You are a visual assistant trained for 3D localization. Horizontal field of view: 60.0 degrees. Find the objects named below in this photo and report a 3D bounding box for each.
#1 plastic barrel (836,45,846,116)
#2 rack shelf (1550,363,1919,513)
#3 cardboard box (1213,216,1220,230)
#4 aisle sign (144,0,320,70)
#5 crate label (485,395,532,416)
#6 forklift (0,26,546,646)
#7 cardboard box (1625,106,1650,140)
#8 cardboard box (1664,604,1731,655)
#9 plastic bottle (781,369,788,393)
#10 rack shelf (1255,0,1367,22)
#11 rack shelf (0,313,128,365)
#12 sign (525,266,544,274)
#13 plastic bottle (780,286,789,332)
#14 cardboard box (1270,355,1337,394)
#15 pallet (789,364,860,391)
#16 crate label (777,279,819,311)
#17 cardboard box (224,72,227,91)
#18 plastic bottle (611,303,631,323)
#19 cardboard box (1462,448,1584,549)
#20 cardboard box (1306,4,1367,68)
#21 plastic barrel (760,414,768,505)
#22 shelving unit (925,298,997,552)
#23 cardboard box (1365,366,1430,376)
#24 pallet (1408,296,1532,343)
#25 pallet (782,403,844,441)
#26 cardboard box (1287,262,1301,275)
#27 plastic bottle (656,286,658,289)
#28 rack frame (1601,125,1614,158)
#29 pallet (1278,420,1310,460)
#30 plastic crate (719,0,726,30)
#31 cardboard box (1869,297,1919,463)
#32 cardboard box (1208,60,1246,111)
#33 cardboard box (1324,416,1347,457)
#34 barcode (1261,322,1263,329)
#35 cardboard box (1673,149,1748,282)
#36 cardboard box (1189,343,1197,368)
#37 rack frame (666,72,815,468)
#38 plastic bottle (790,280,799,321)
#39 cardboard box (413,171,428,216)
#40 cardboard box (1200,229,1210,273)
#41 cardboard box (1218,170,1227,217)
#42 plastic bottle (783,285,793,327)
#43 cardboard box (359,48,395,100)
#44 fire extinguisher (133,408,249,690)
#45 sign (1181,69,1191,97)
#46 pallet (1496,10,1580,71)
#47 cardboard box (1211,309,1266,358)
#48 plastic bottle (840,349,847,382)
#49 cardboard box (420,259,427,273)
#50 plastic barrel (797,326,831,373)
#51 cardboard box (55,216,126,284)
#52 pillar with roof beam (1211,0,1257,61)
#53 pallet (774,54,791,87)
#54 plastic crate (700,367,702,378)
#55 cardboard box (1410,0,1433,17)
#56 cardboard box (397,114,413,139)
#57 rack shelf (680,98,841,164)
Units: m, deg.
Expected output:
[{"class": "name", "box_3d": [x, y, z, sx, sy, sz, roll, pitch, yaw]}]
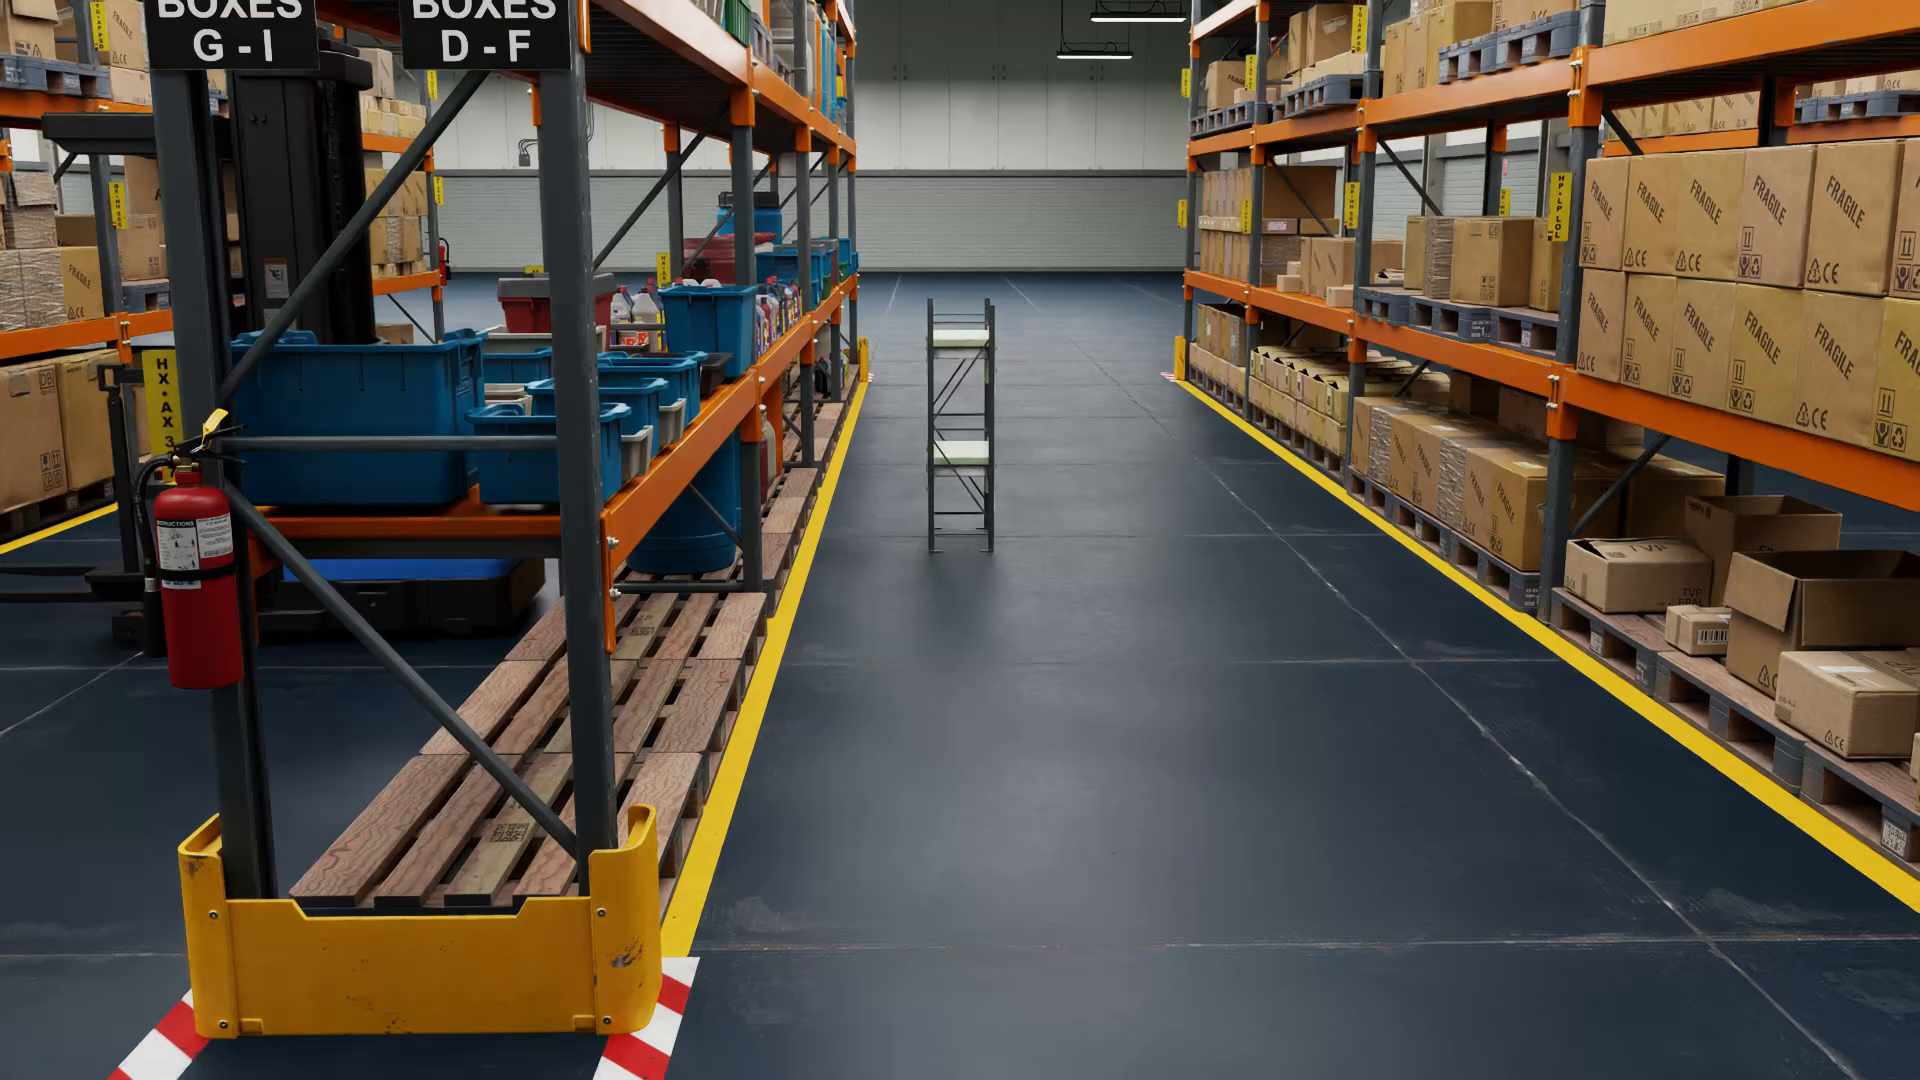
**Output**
[{"class": "plastic barrel", "box_3d": [-1.606, -5.204, 18.985, 0.600, 0.830, 0.708, 0, 11, -1]}, {"class": "rack shelf", "box_3d": [3.499, -0.298, 6.292, 1.077, 0.370, 4.000, 0, 11, -1]}, {"class": "cardboard box", "box_3d": [3.026, -3.516, 18.463, 0.380, 0.149, 0.250, -1, 11, -3]}, {"class": "aisle sign", "box_3d": [-1.703, -1.492, 3.829, 0.394, 0.787, 0.004, 0, 11, -1]}, {"class": "crate label", "box_3d": [-1.632, -0.408, 5.536, 0.396, 0.136, 0.243, 0, 11, -1]}, {"class": "forklift", "box_3d": [-3.743, -1.032, 8.272, 3.031, 2.935, 1.130, -1, 11, -3]}, {"class": "cardboard box", "box_3d": [7.895, -4.809, 18.872, 0.500, 0.500, 0.500, 1, 11, 3]}, {"class": "cardboard box", "box_3d": [3.278, 0.381, 7.155, 0.380, 0.166, 0.250, 0, 11, -1]}, {"class": "plastic bottle", "box_3d": [-1.817, -1.663, 16.770, 0.144, 0.351, 0.185, 0, 11, -1]}, {"class": "rack shelf", "box_3d": [3.334, -4.632, 13.574, 1.077, 0.370, 4.000, 0, 11, -1]}, {"class": "rack shelf", "box_3d": [-6.488, -1.053, 10.014, 1.077, 0.370, 4.000, 0, 11, -1]}, {"class": "sign", "box_3d": [-2.045, -1.162, 8.046, 0.100, 0.325, 0.005, 0, 11, -1]}, {"class": "plastic bottle", "box_3d": [-1.119, -1.460, 10.506, 0.061, 0.283, 0.133, 0, 11, -1]}, {"class": "cardboard box", "box_3d": [3.069, -1.486, 14.787, 0.500, 0.311, 0.500, -1, 11, -3]}, {"class": "pallet", "box_3d": [-1.683, -1.871, 19.249, 1.003, 0.211, 1.213, 0, 11, -1]}, {"class": "crate label", "box_3d": [-1.211, -1.827, 12.440, 0.303, 0.233, 0.416, 0, 11, -1]}, {"class": "cardboard box", "box_3d": [-6.492, -4.022, 14.576, 0.396, 0.266, 0.258, 0, 11, 1]}, {"class": "plastic bottle", "box_3d": [-1.834, -1.117, 8.833, 0.152, 0.276, 0.135, 0, 11, -1]}, {"class": "cardboard box", "box_3d": [3.159, -0.234, 9.347, 0.500, 0.500, 0.500, 0, 11, -1]}, {"class": "cardboard box", "box_3d": [3.301, -4.372, 14.456, 0.500, 0.500, 0.500, 1, 12, 4]}, {"class": "plastic barrel", "box_3d": [-1.527, -0.526, 10.615, 0.600, 0.588, 0.708, 0, 11, -1]}, {"class": "shelving unit", "box_3d": [0.000, -0.736, 10.417, 0.431, 1.500, 0.755, 0, 11, -1]}, {"class": "cardboard box", "box_3d": [3.630, -1.287, 13.808, 0.500, 0.311, 0.500, -1, 11, -3]}, {"class": "pallet", "box_3d": [3.420, -1.362, 10.213, 1.003, 0.211, 1.213, 0, 11, -1]}, {"class": "pallet", "box_3d": [-1.605, -1.096, 15.430, 1.003, 0.211, 1.213, 0, 11, -1]}, {"class": "cardboard box", "box_3d": [3.346, -2.467, 15.552, 0.500, 0.250, 0.500, 0, 11, 2]}, {"class": "plastic bottle", "box_3d": [-1.913, -1.449, 10.450, 0.061, 0.283, 0.133, 0, 11, -1]}, {"class": "rack frame", "box_3d": [8.162, -3.454, 20.042, 1.000, 3.000, 0.127, 0, 11, -1]}, {"class": "pallet", "box_3d": [3.375, -0.882, 14.376, 1.003, 0.211, 1.213, 0, 11, -1]}, {"class": "plastic crate", "box_3d": [-1.157, -2.237, 6.916, 0.416, 0.233, 0.300, 0, 11, -1]}, {"class": "cardboard box", "box_3d": [3.245, -0.493, 5.192, 0.500, 0.500, 0.500, 0, 11, -1]}, {"class": "cardboard box", "box_3d": [2.971, -4.895, 17.941, 0.500, 0.500, 0.500, 0, 11, -1]}, {"class": "cardboard box", "box_3d": [3.120, -0.805, 12.841, 0.500, 0.250, 0.500, 0, 11, 0]}, {"class": "barcode", "box_3d": [2.881, -2.047, 15.869, 0.001, 0.075, 0.075, 0, 11, -1]}, {"class": "cardboard box", "box_3d": [3.207, -1.287, 6.594, 0.500, 0.500, 0.500, -1, 11, -3]}, {"class": "cardboard box", "box_3d": [2.998, -2.184, 19.639, 0.500, 0.250, 0.500, 0, 11, -1]}, {"class": "rack frame", "box_3d": [-1.577, -1.823, 12.002, 1.000, 3.000, 0.127, 0, 11, -1]}, {"class": "plastic bottle", "box_3d": [-1.138, -1.642, 11.400, 0.061, 0.283, 0.133, 0, 11, -1]}, {"class": "cardboard box", "box_3d": [-6.436, -3.970, 19.068, 0.500, 0.500, 0.500, 0, 11, -1]}, {"class": "cardboard box", "box_3d": [3.207, -3.389, 19.470, 0.700, 0.500, 0.500, 0, 11, -1]}, {"class": "cardboard box", "box_3d": [3.235, -3.810, 18.280, 0.700, 0.500, 0.500, 0, 11, -1]}, {"class": "plastic bottle", "box_3d": [-1.145, -1.535, 10.907, 0.097, 0.271, 0.097, 0, 11, 0]}, {"class": "cardboard box", "box_3d": [-6.410, -4.996, 17.840, 0.500, 0.500, 0.500, 0, 11, -1]}, {"class": "fire extinguisher", "box_3d": [-1.863, 0.019, 4.052, 0.296, 0.674, 0.183, 0, 11, -1]}, {"class": "sign", "box_3d": [2.655, -5.369, 19.539, 0.100, 0.325, 0.005, 0, 11, -1]}, {"class": "pallet", "box_3d": [3.514, -2.556, 8.541, 1.213, 0.211, 1.003, 0, 11, -1]}, {"class": "cardboard box", "box_3d": [3.027, -2.253, 18.095, 0.500, 0.500, 0.500, 0, 11, -1]}, {"class": "plastic bottle", "box_3d": [-1.278, -1.857, 17.724, 0.144, 0.351, 0.185, 0, 11, 1]}, {"class": "cardboard box", "box_3d": [-6.482, -3.214, 19.491, 0.380, 0.149, 0.250, 0, 11, -1]}, {"class": "plastic barrel", "box_3d": [-1.642, -2.170, 18.912, 0.421, 0.512, 0.421, 0, 11, 0]}, {"class": "cardboard box", "box_3d": [-6.580, -2.165, 12.379, 0.500, 0.500, 0.500, -2, 12, -8]}, {"class": "pillar with roof beam", "box_3d": [4.118, -12.205, 48.084, 9.100, 9.000, 0.548, 0, 11, -1]}, {"class": "pallet", "box_3d": [-1.659, -3.048, 10.972, 1.003, 0.211, 1.213, 0, 11, -1]}, {"class": "plastic crate", "box_3d": [-1.158, -0.584, 6.403, 0.293, 0.136, 0.466, 0, 11, -1]}, {"class": "cardboard box", "box_3d": [3.378, -3.765, 11.264, 0.500, 0.500, 0.500, 0, 11, -1]}, {"class": "cardboard box", "box_3d": [-6.417, -4.596, 18.501, 0.500, 0.250, 0.500, 0, 11, -1]}, {"class": "rack shelf", "box_3d": [-1.619, -3.338, 13.735, 1.077, 0.370, 4.000, 0, 11, -1]}]
